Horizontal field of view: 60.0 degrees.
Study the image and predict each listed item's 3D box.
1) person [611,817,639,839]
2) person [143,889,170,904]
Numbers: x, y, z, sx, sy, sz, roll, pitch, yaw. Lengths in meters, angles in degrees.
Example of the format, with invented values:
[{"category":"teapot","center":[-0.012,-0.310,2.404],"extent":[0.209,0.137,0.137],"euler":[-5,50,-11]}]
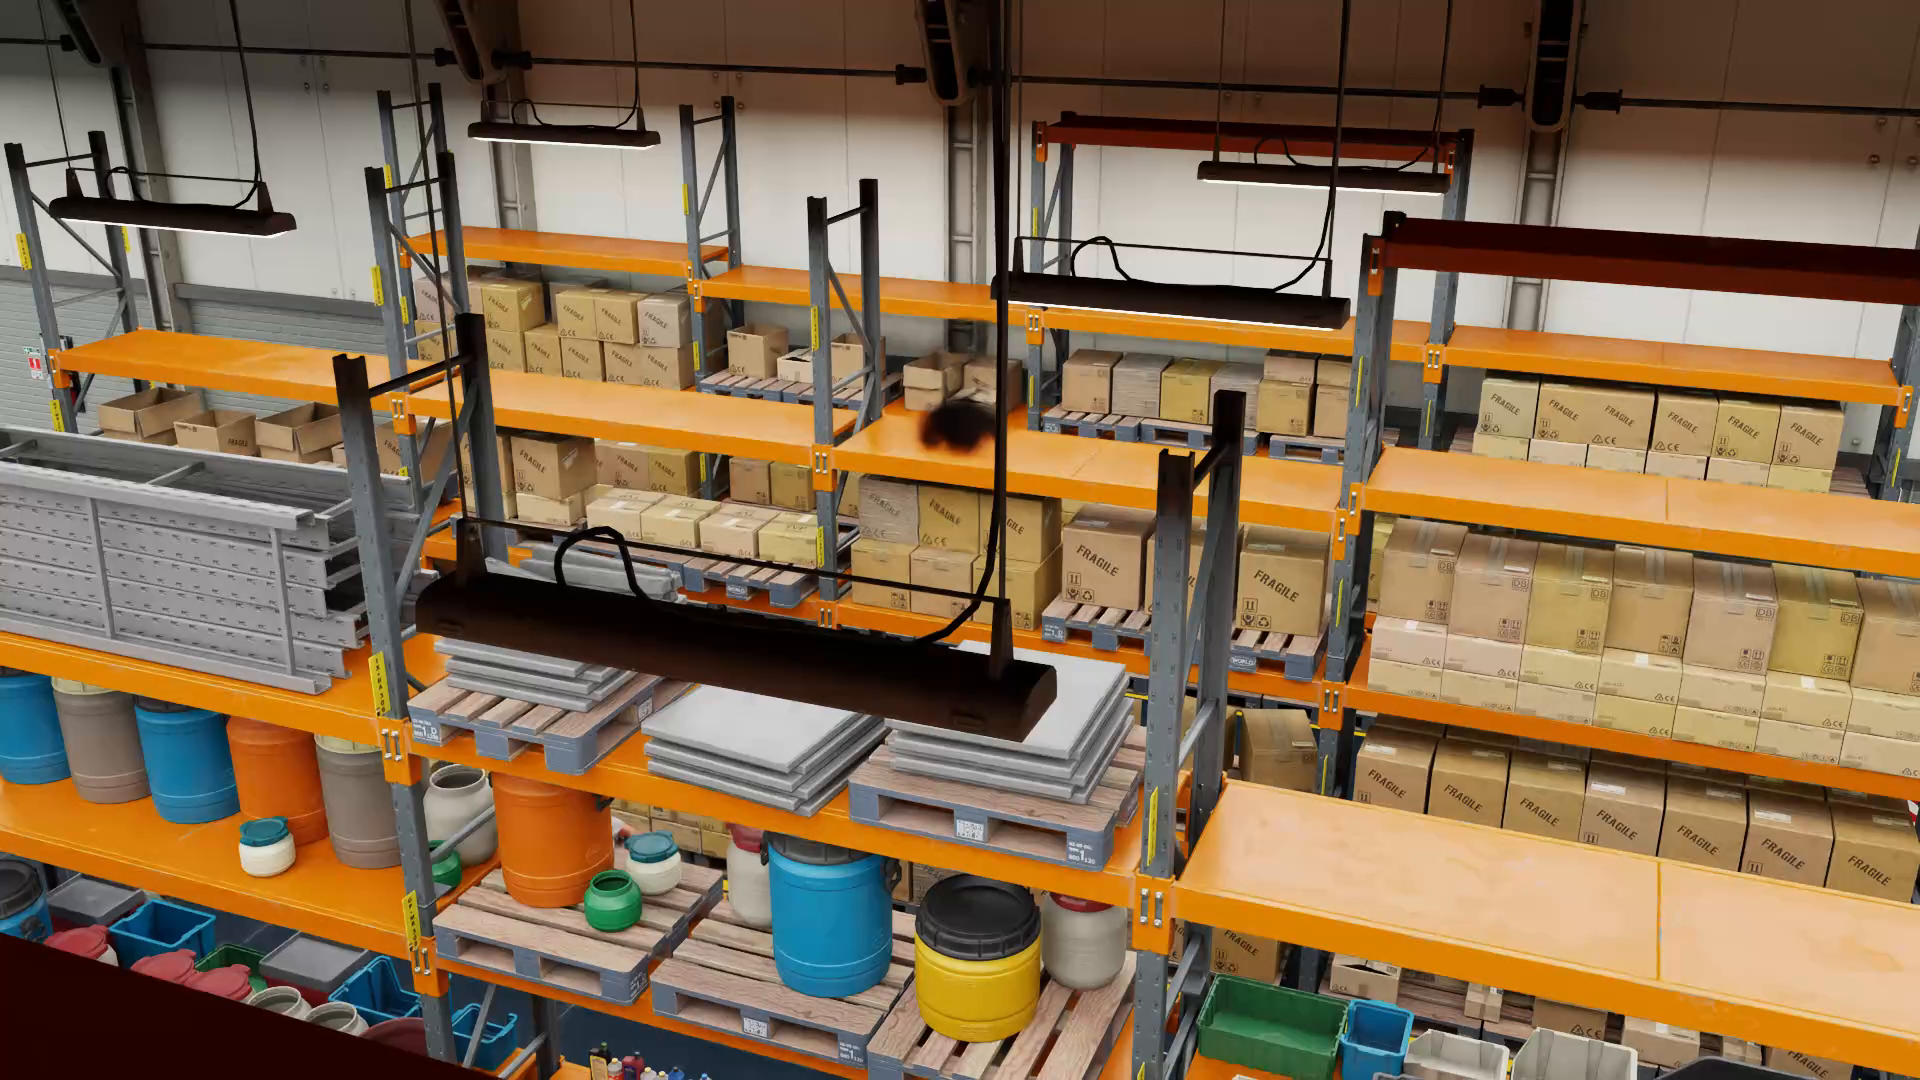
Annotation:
[{"category":"person","center":[-2.729,2.747,12.856],"extent":[1.118,1.596,0.685],"euler":[10,23,25]},{"category":"person","center":[-6.305,2.743,13.002],"extent":[0.597,1.478,1.028],"euler":[-18,27,-40]}]
